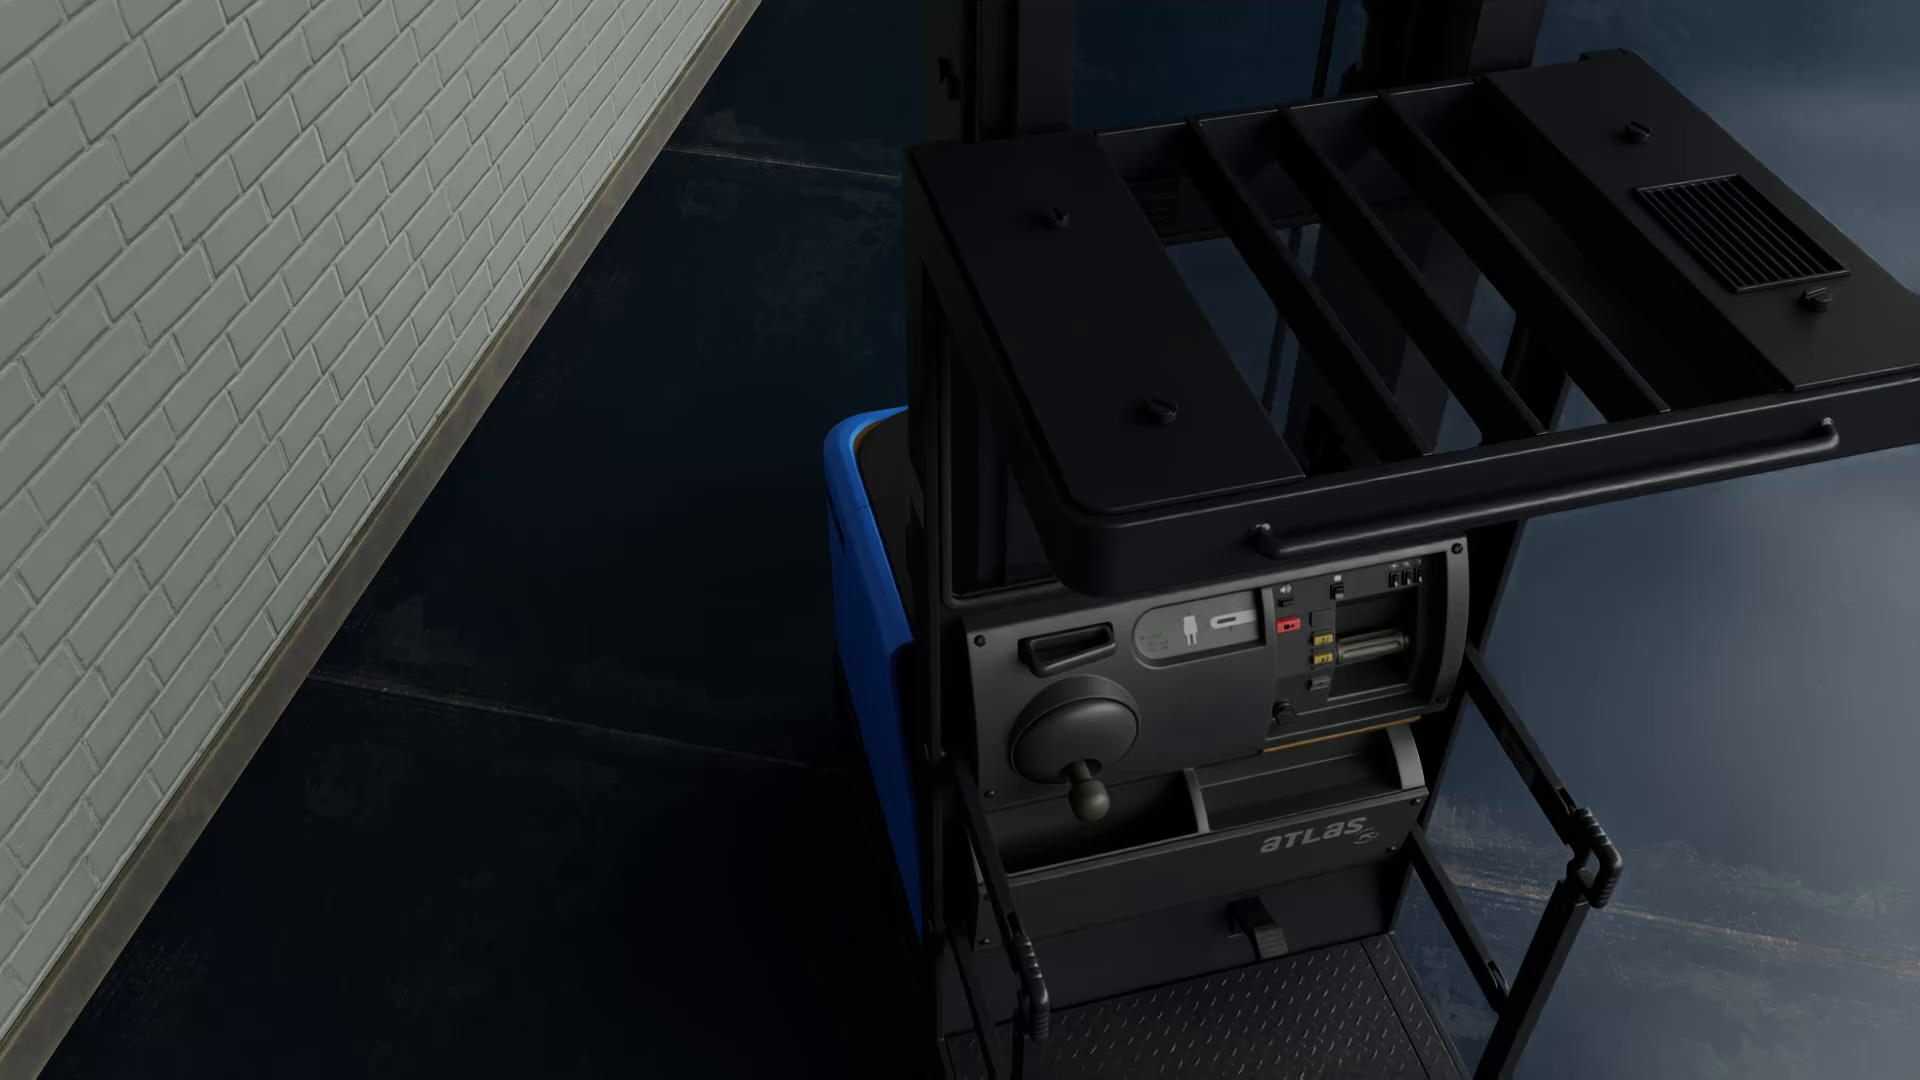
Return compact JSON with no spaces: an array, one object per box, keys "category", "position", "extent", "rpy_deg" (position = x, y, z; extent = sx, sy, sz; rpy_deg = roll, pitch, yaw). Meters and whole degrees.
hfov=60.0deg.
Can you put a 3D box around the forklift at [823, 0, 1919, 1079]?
[{"category":"forklift","position":[0.522,0.327,2.797],"extent":[1.130,2.935,3.031],"rpy_deg":[-10,45,-11]}]
